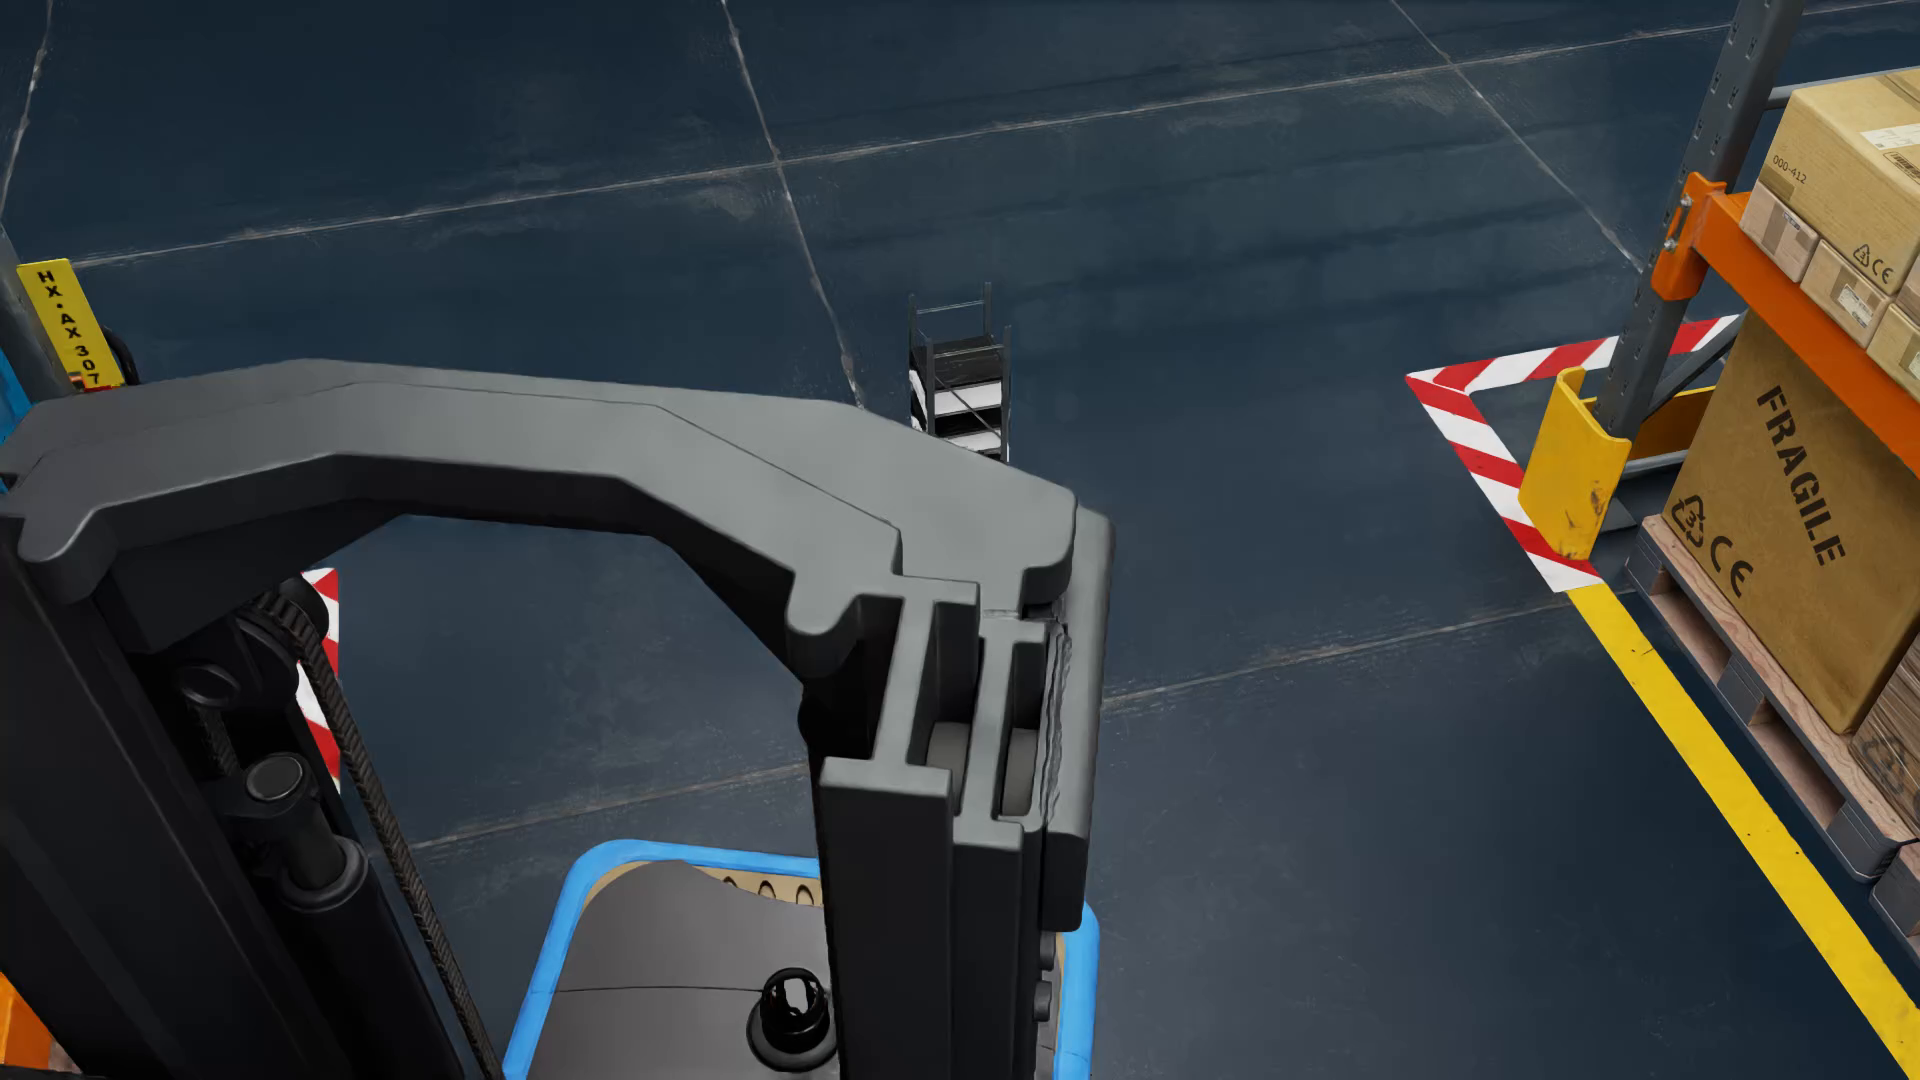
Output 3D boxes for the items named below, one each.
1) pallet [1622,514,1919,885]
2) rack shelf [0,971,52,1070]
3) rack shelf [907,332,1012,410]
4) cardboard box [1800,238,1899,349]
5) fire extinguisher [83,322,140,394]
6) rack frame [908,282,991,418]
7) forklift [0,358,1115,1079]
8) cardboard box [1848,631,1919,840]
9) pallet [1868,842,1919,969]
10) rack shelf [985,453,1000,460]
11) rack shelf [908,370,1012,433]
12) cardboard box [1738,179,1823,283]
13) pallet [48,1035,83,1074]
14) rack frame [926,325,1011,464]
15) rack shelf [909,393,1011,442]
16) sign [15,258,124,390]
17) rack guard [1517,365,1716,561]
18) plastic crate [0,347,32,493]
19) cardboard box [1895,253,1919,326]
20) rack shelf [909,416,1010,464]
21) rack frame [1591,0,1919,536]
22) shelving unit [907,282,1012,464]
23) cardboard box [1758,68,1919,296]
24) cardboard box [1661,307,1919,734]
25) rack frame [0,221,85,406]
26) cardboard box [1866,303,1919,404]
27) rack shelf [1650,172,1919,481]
[{"bbox_3d":[2.685,0.330,4.778,1.003,0.211,1.213,-11,47,-10],"label":"pallet"},{"bbox_3d":[-1.871,1.355,2.326,1.077,0.370,4.000,-11,47,-10],"label":"rack shelf"},{"bbox_3d":[-0.002,-0.486,4.765,0.258,0.077,0.200,-11,47,-10],"label":"rack shelf"},{"bbox_3d":[2.244,-0.613,3.926,0.380,0.149,0.250,-11,47,-11],"label":"cardboard box"},{"bbox_3d":[-1.983,-0.307,3.766,0.296,0.674,0.183,-11,47,-10],"label":"fire extinguisher"},{"bbox_3d":[-0.028,-0.391,5.003,0.240,0.900,0.006,-11,47,-10],"label":"rack frame"},{"bbox_3d":[-0.421,1.382,1.844,1.130,2.935,3.031,5,46,5],"label":"forklift"},{"bbox_3d":[2.879,0.469,3.884,0.875,0.875,0.875,-11,47,-10],"label":"cardboard box"},{"bbox_3d":[2.994,1.171,3.954,1.003,0.211,1.213,-11,47,-10],"label":"pallet"},{"bbox_3d":[-0.002,-0.234,5.022,0.258,0.077,0.200,-11,47,-10],"label":"rack shelf"},{"bbox_3d":[-0.002,-0.423,4.829,0.258,0.077,0.200,-11,47,-10],"label":"rack shelf"},{"bbox_3d":[2.176,-0.790,4.100,0.380,0.149,0.250,-10,46,-10],"label":"cardboard box"},{"bbox_3d":[-2.210,1.275,3.853,1.003,0.211,1.213,-11,47,-10],"label":"pallet"},{"bbox_3d":[0.024,-0.250,4.865,0.240,0.900,0.006,-11,47,-10],"label":"rack frame"},{"bbox_3d":[-0.002,-0.360,4.894,0.258,0.077,0.200,-11,47,-10],"label":"rack shelf"},{"bbox_3d":[-1.856,-0.447,3.473,0.100,0.325,0.005,-11,47,-10],"label":"sign"},{"bbox_3d":[2.398,-0.325,5.218,1.175,0.500,0.348,-11,47,-10],"label":"rack guard"},{"bbox_3d":[-2.117,-0.114,3.195,0.616,0.435,0.499,-11,47,-10],"label":"plastic crate"},{"bbox_3d":[2.406,-0.496,3.533,0.500,0.250,0.500,-11,47,-11],"label":"cardboard box"},{"bbox_3d":[-0.002,-0.297,4.958,0.258,0.077,0.200,-11,47,-10],"label":"rack shelf"},{"bbox_3d":[2.405,-1.183,4.309,1.000,3.000,0.127,-11,47,-10],"label":"rack frame"},{"bbox_3d":[-0.002,-0.321,4.934,0.258,0.900,0.210,-11,47,-10],"label":"shelving unit"},{"bbox_3d":[2.266,-0.854,3.884,0.500,0.250,0.500,-12,47,-11],"label":"cardboard box"},{"bbox_3d":[2.646,-0.159,4.500,0.875,0.875,0.875,-11,47,-10],"label":"cardboard box"},{"bbox_3d":[-2.383,-0.278,3.422,1.000,3.000,0.127,-11,47,-10],"label":"rack frame"},{"bbox_3d":[2.309,-0.436,3.753,0.380,0.149,0.250,-12,47,-11],"label":"cardboard box"},{"bbox_3d":[2.917,0.449,3.213,1.077,0.370,4.000,-11,47,-10],"label":"rack shelf"}]
